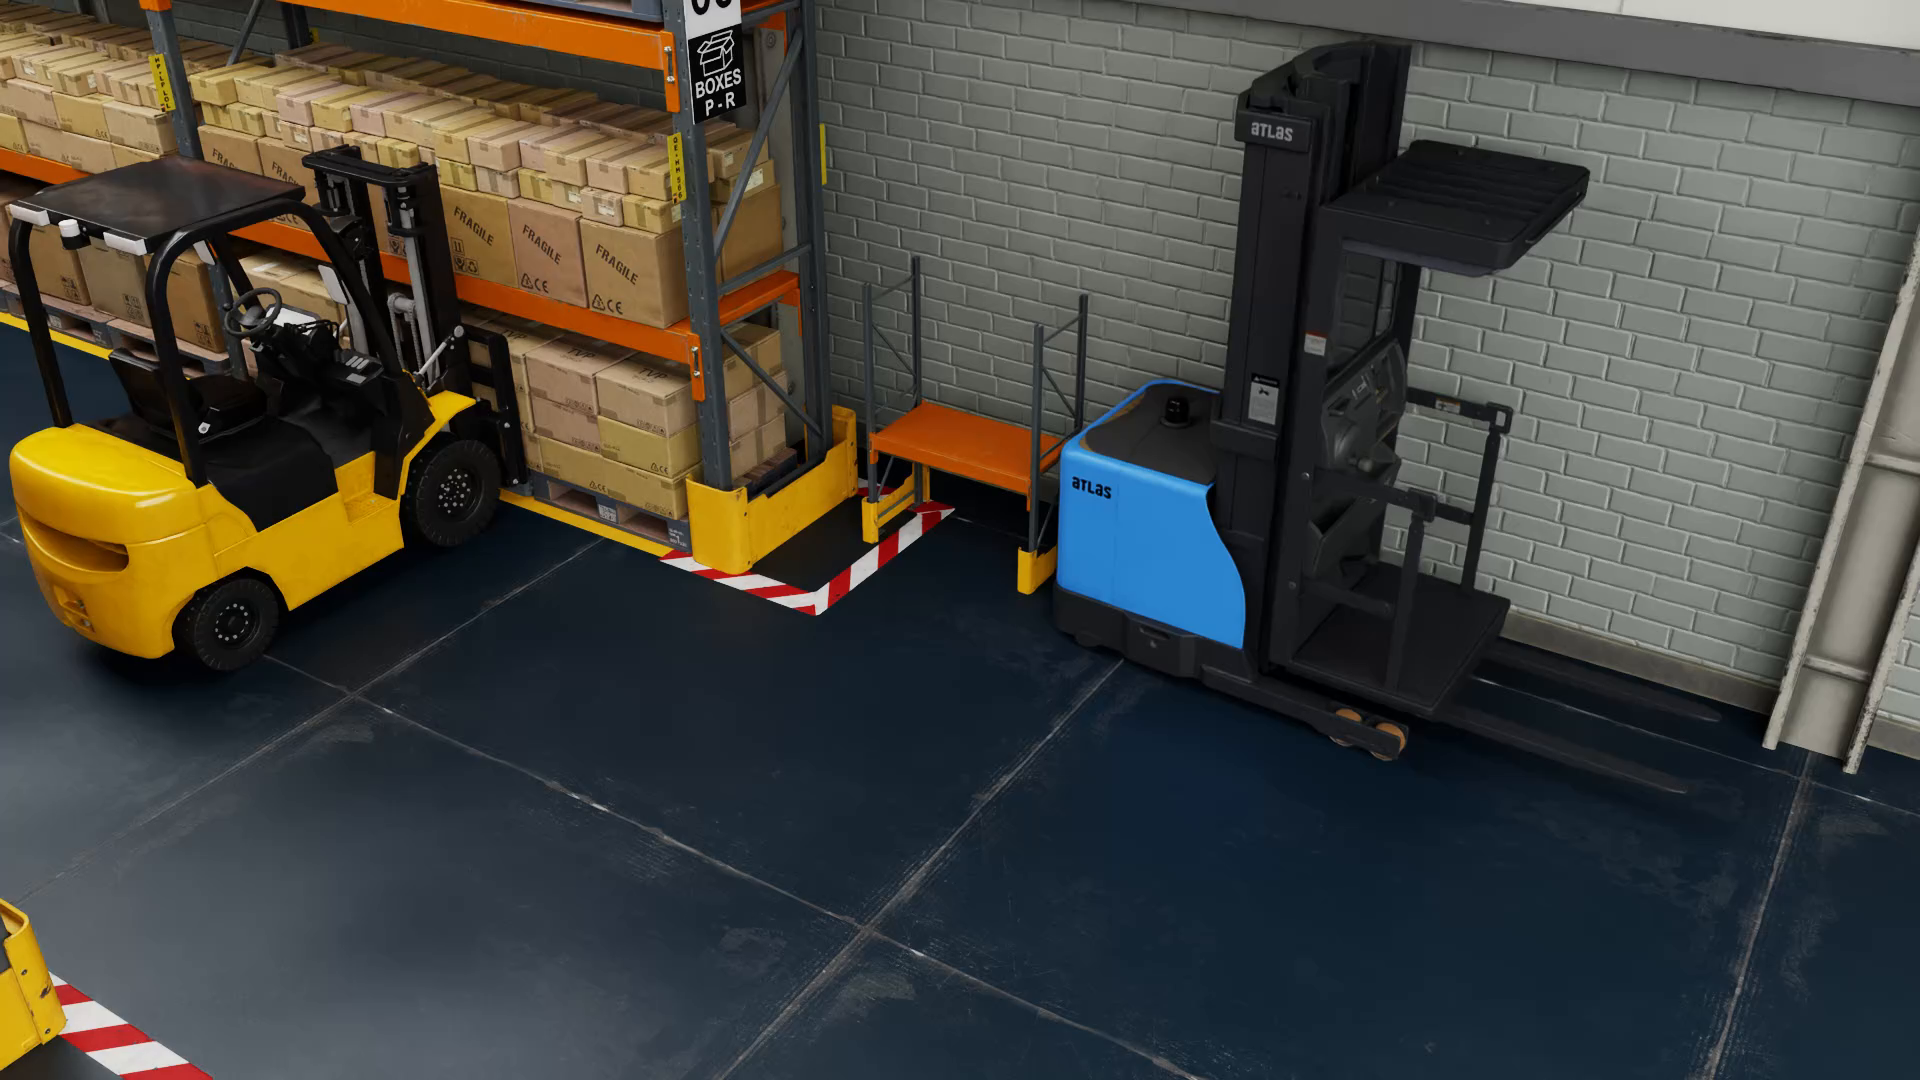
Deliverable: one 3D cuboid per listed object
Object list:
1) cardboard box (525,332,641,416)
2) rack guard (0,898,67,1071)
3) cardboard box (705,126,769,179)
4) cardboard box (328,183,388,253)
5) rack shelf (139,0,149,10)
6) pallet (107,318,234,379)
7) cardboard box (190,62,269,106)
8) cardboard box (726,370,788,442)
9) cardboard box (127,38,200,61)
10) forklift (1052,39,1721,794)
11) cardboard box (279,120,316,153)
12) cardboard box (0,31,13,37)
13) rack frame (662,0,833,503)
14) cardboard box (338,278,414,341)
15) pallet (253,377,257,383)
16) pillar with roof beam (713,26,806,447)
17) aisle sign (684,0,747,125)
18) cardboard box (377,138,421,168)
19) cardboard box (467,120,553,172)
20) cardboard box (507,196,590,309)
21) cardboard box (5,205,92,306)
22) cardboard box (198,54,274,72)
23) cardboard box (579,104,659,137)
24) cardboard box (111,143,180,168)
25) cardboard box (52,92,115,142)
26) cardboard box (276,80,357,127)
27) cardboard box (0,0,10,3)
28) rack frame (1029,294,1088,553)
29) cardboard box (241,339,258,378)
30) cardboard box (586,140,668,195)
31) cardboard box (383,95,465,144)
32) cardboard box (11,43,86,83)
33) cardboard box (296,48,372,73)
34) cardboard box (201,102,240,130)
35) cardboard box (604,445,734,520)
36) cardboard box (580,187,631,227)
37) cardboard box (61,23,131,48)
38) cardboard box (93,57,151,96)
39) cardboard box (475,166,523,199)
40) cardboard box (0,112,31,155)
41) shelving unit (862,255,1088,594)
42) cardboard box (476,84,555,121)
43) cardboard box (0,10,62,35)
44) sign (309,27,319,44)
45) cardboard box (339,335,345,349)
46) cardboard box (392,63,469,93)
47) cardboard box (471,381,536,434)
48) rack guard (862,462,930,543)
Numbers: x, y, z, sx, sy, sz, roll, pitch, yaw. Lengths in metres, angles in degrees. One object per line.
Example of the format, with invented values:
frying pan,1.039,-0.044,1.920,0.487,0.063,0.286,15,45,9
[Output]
cardboard box,-2.038,-0.949,9.219,0.500,0.250,0.500,18,35,28
rack guard,-3.747,1.780,5.702,0.348,0.500,1.175,18,35,27
cardboard box,-1.218,-2.032,8.718,0.250,0.149,0.380,17,34,26
cardboard box,-3.318,-2.015,9.629,0.500,0.500,0.500,17,34,27
rack shelf,-6.129,-3.991,10.851,4.000,0.370,1.077,18,35,27
pallet,-5.079,-1.446,11.520,1.213,0.211,1.003,18,35,27
cardboard box,-4.322,-2.710,9.880,0.250,0.149,0.380,18,35,28
cardboard box,-1.335,-0.823,9.500,0.500,0.250,0.500,18,35,28
cardboard box,-5.256,-3.200,11.016,0.250,0.149,0.380,17,34,27
forklift,1.974,-0.573,7.324,3.031,2.935,1.130,19,35,29
cardboard box,-3.679,-2.371,9.595,0.250,0.149,0.380,18,35,28
cardboard box,-6.610,-3.313,11.209,0.250,0.149,0.380,18,35,28
rack frame,-1.047,-1.399,8.671,0.127,3.000,1.000,18,35,27
cardboard box,-3.336,-1.363,9.929,0.500,0.250,0.500,19,35,29
pallet,-3.783,-1.035,10.814,1.213,0.211,1.003,18,35,27
pillar with roof beam,-3.446,-2.724,4.989,0.400,9.000,9.100,18,35,27
aisle sign,-1.147,-2.379,7.770,0.004,0.787,0.394,18,35,27
cardboard box,-3.005,-2.173,9.255,0.250,0.149,0.380,17,34,26
cardboard box,-2.375,-2.089,8.815,0.250,0.149,0.380,18,35,29
cardboard box,-2.038,-1.604,8.924,0.500,0.500,0.500,19,35,29
cardboard box,-6.174,-2.173,11.937,0.625,0.625,0.875,16,34,25
cardboard box,-4.618,-2.979,10.637,0.250,0.149,0.380,17,34,26
cardboard box,-1.854,-2.253,9.098,0.250,0.149,0.380,18,35,28
cardboard box,-5.001,-2.429,10.585,0.500,0.250,0.500,18,35,28
cardboard box,-5.426,-2.778,10.689,0.500,0.250,0.500,17,34,26
cardboard box,-3.669,-2.501,9.522,0.250,0.149,0.380,18,35,28
cardboard box,-7.158,-3.842,12.116,0.250,0.149,0.380,19,35,29
rack frame,0.503,-0.489,8.599,0.032,1.500,0.500,18,35,27
cardboard box,-4.201,-1.193,10.630,0.500,0.250,0.500,18,35,28
cardboard box,-1.688,-1.909,8.508,0.250,0.149,0.380,18,35,27
cardboard box,-2.969,-2.340,9.245,0.250,0.149,0.380,18,35,28
cardboard box,-5.940,-3.120,10.878,0.250,0.149,0.380,18,35,28
cardboard box,-3.813,-2.881,10.173,0.250,0.149,0.380,17,34,26
cardboard box,-4.304,-2.596,9.980,0.250,0.149,0.380,17,34,27
cardboard box,-1.613,-0.383,9.242,0.500,0.250,0.500,18,35,28
cardboard box,-1.722,-1.751,8.532,0.250,0.149,0.380,18,35,28
cardboard box,-5.885,-3.408,11.371,0.250,0.149,0.380,18,35,28
cardboard box,-5.249,-2.940,10.569,0.250,0.149,0.380,18,35,27
cardboard box,-2.364,-1.969,8.906,0.250,0.149,0.380,16,34,26
cardboard box,-6.275,-2.842,11.294,0.500,0.250,0.500,19,35,29
shelving unit,0.065,-0.627,8.837,1.083,1.500,0.587,18,35,27
cardboard box,-2.512,-2.458,9.449,0.250,0.149,0.380,18,35,28
cardboard box,-6.547,-3.607,11.714,0.250,0.149,0.380,17,34,27
sign,-4.141,-3.116,10.676,0.005,0.325,0.100,18,35,27
cardboard box,-3.761,-1.284,10.291,0.500,0.250,0.500,17,34,27
cardboard box,-3.128,-2.697,9.858,0.250,0.149,0.380,17,34,27
cardboard box,-2.493,-0.874,9.586,0.500,0.250,0.500,17,34,26
rack guard,-0.357,-0.221,9.381,0.087,0.250,0.587,18,35,27
